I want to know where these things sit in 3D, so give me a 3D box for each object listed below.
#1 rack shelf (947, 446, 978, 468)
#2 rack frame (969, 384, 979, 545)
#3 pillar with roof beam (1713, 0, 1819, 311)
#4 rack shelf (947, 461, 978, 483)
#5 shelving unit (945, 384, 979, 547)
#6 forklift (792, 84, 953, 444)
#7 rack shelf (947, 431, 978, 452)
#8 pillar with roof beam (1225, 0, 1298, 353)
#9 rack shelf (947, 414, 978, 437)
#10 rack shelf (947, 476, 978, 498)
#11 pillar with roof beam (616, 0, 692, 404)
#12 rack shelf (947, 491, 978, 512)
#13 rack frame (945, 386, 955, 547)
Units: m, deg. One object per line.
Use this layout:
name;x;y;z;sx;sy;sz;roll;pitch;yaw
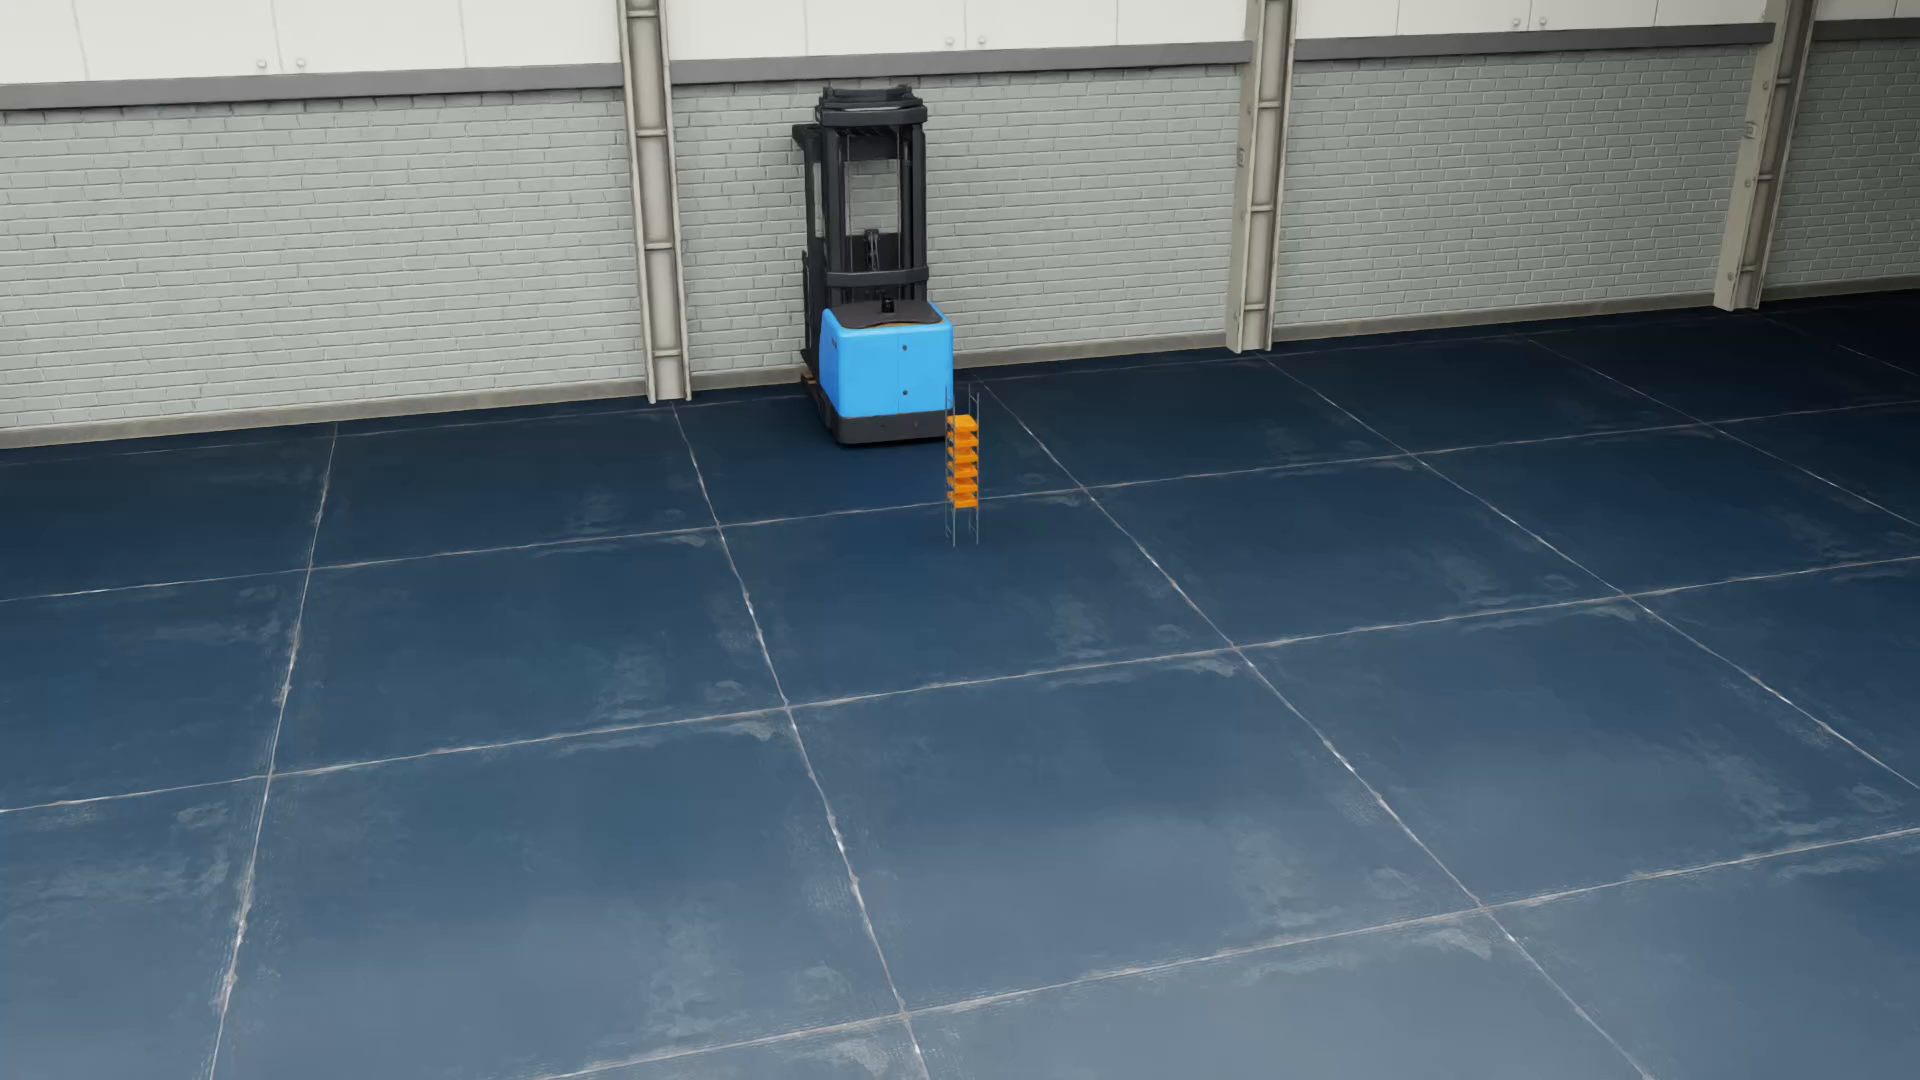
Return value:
rack shelf;0.014;-0.622;12.417;0.180;0.103;0.258;-6;24;-14
rack frame;0.102;-0.563;12.470;0.006;1.200;0.240;-6;24;-14
pillar with roof beam;9.943;-5.145;13.258;0.400;9.000;9.100;-6;24;-14
rack shelf;0.014;-0.512;12.465;0.180;0.103;0.258;-6;24;-14
shelving unit;0.014;-0.553;12.447;0.189;1.200;0.258;-6;24;-14
forklift;-0.906;-2.733;15.333;1.130;2.935;3.031;-6;24;-13
rack shelf;0.014;-0.733;12.370;0.180;0.103;0.258;-6;24;-14
pillar with roof beam;4.166;-4.506;11.768;0.400;9.000;9.100;-6;24;-14
rack shelf;0.014;-0.843;12.323;0.180;0.103;0.258;-6;24;-14
rack shelf;0.014;-0.402;12.512;0.180;0.103;0.258;-6;24;-14
pillar with roof beam;-1.611;-3.866;10.279;0.400;9.000;9.100;-6;24;-14
rack shelf;0.014;-0.292;12.559;0.180;0.103;0.258;-6;24;-14
rack frame;-0.074;-0.543;12.424;0.006;1.200;0.240;-6;24;-14
